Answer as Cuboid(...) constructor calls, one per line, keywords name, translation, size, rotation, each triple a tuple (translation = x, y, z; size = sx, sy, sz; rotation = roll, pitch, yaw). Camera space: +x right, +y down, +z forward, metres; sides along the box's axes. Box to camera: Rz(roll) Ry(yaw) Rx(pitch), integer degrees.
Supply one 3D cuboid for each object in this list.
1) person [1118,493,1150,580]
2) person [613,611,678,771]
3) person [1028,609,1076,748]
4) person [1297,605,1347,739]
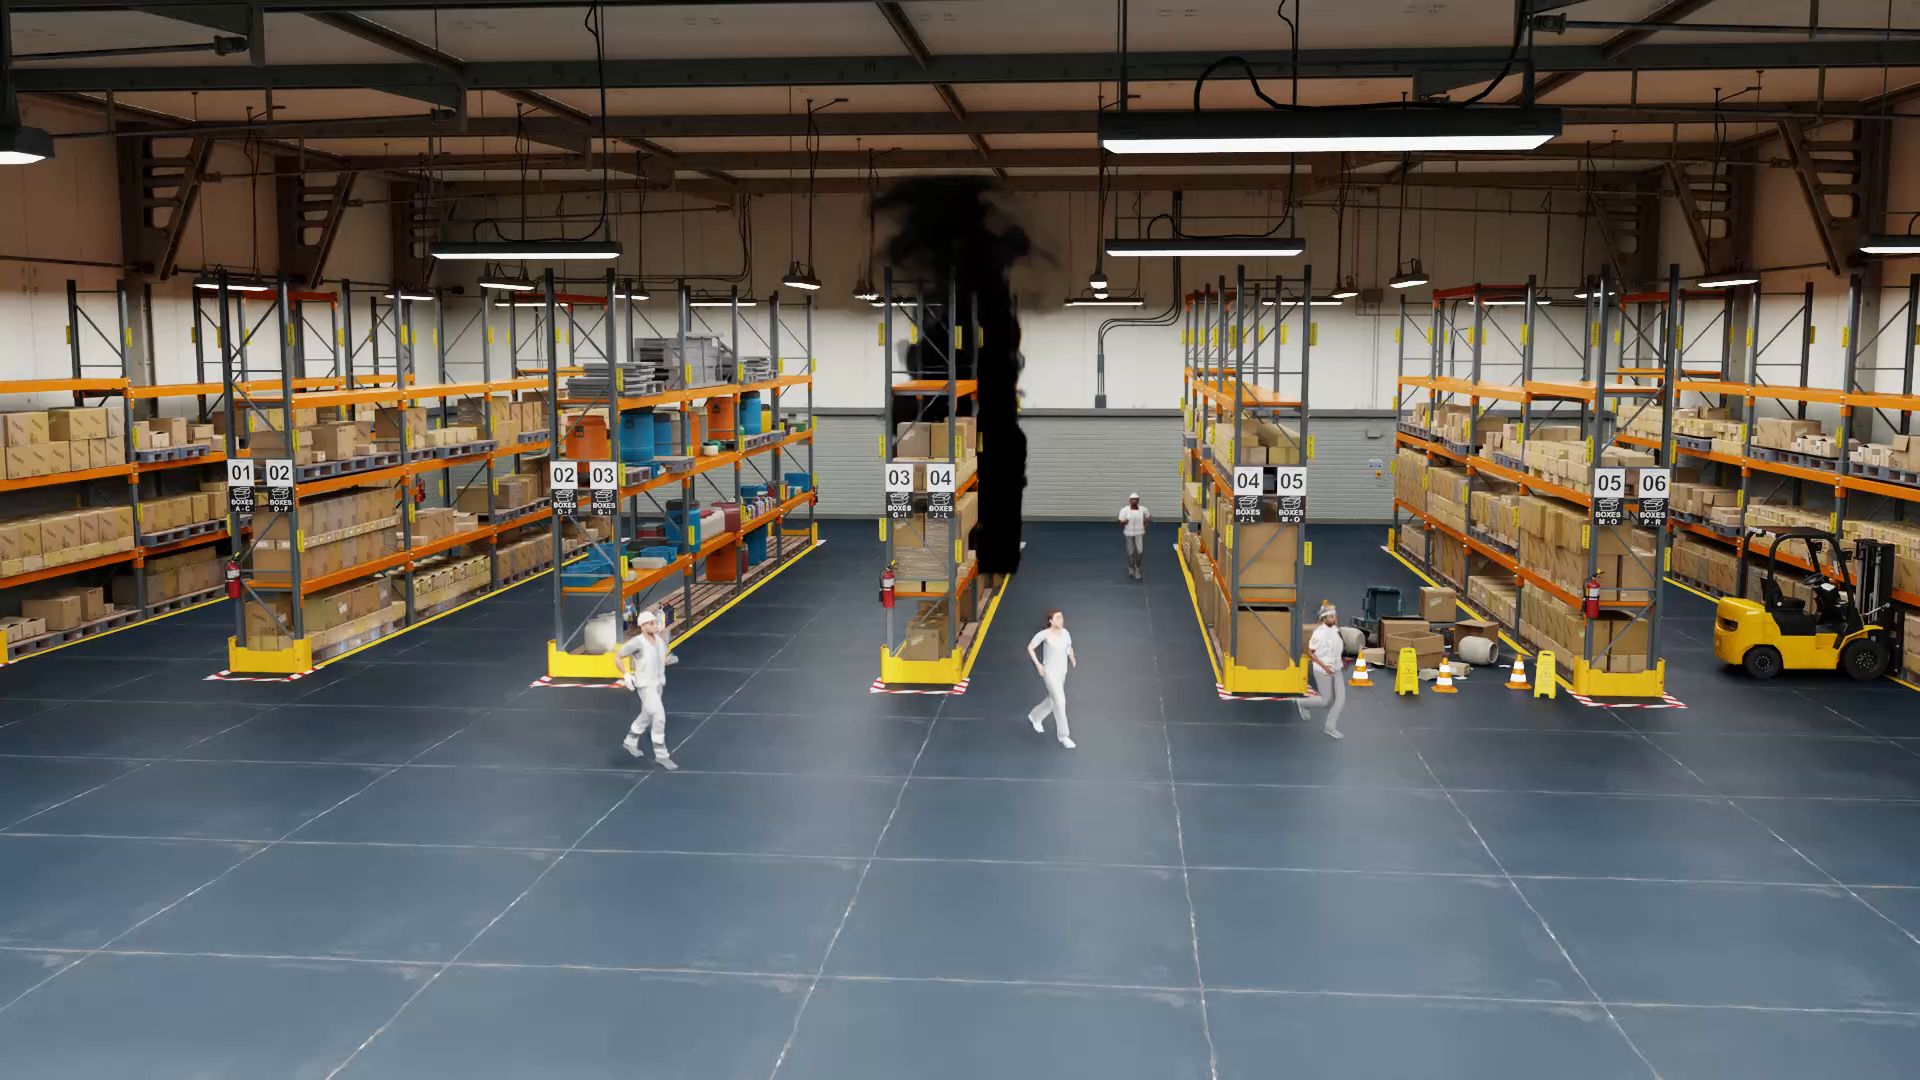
Cuboid(name="person", translation=(3.637, -0.076, 34.684), size=(0.673, 1.811, 0.696), rotation=(1, 7, 5))
Cuboid(name="person", translation=(-3.644, 1.741, 19.460), size=(0.872, 1.829, 0.652), rotation=(3, 8, 24))
Cuboid(name="person", translation=(1.149, 1.673, 20.668), size=(0.573, 1.681, 0.905), rotation=(-6, 9, -40))
Cuboid(name="person", translation=(4.621, 1.641, 21.076), size=(0.588, 1.682, 0.681), rotation=(-5, 9, -38))
